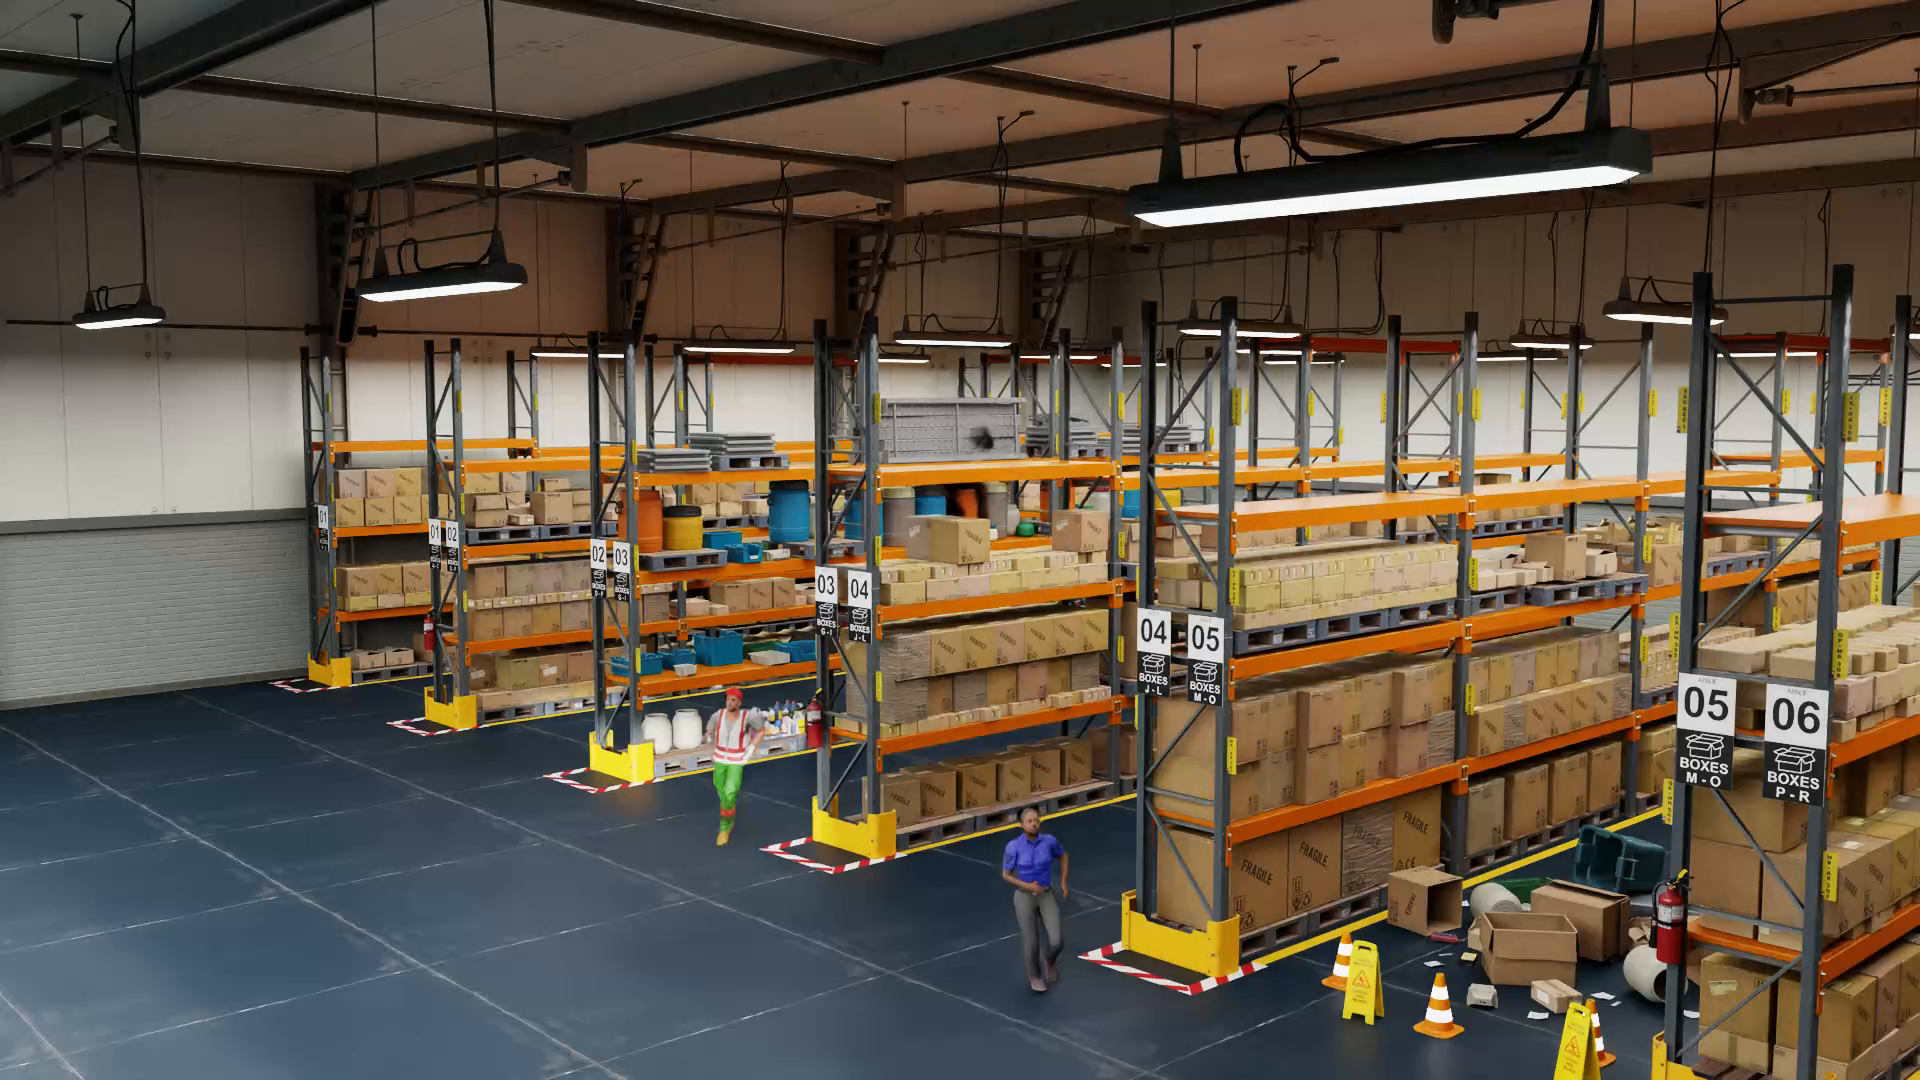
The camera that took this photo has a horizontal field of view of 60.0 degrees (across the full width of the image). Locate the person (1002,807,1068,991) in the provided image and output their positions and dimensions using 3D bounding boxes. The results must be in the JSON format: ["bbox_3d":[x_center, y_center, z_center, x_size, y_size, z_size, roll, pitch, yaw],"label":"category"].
[{"bbox_3d":[0.661,3.107,14.306,0.599,1.600,0.527,0,5,-5],"label":"person"}]

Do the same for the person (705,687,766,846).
[{"bbox_3d":[-2.629,2.601,19.194,0.652,1.836,0.747,1,5,16],"label":"person"}]

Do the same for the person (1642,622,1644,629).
[{"bbox_3d":[10.545,2.048,25.941,0.598,1.651,0.922,4,7,41],"label":"person"}]

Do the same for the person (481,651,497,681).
[{"bbox_3d":[-7.976,1.864,28.149,0.599,1.652,0.544,4,7,42],"label":"person"}]
